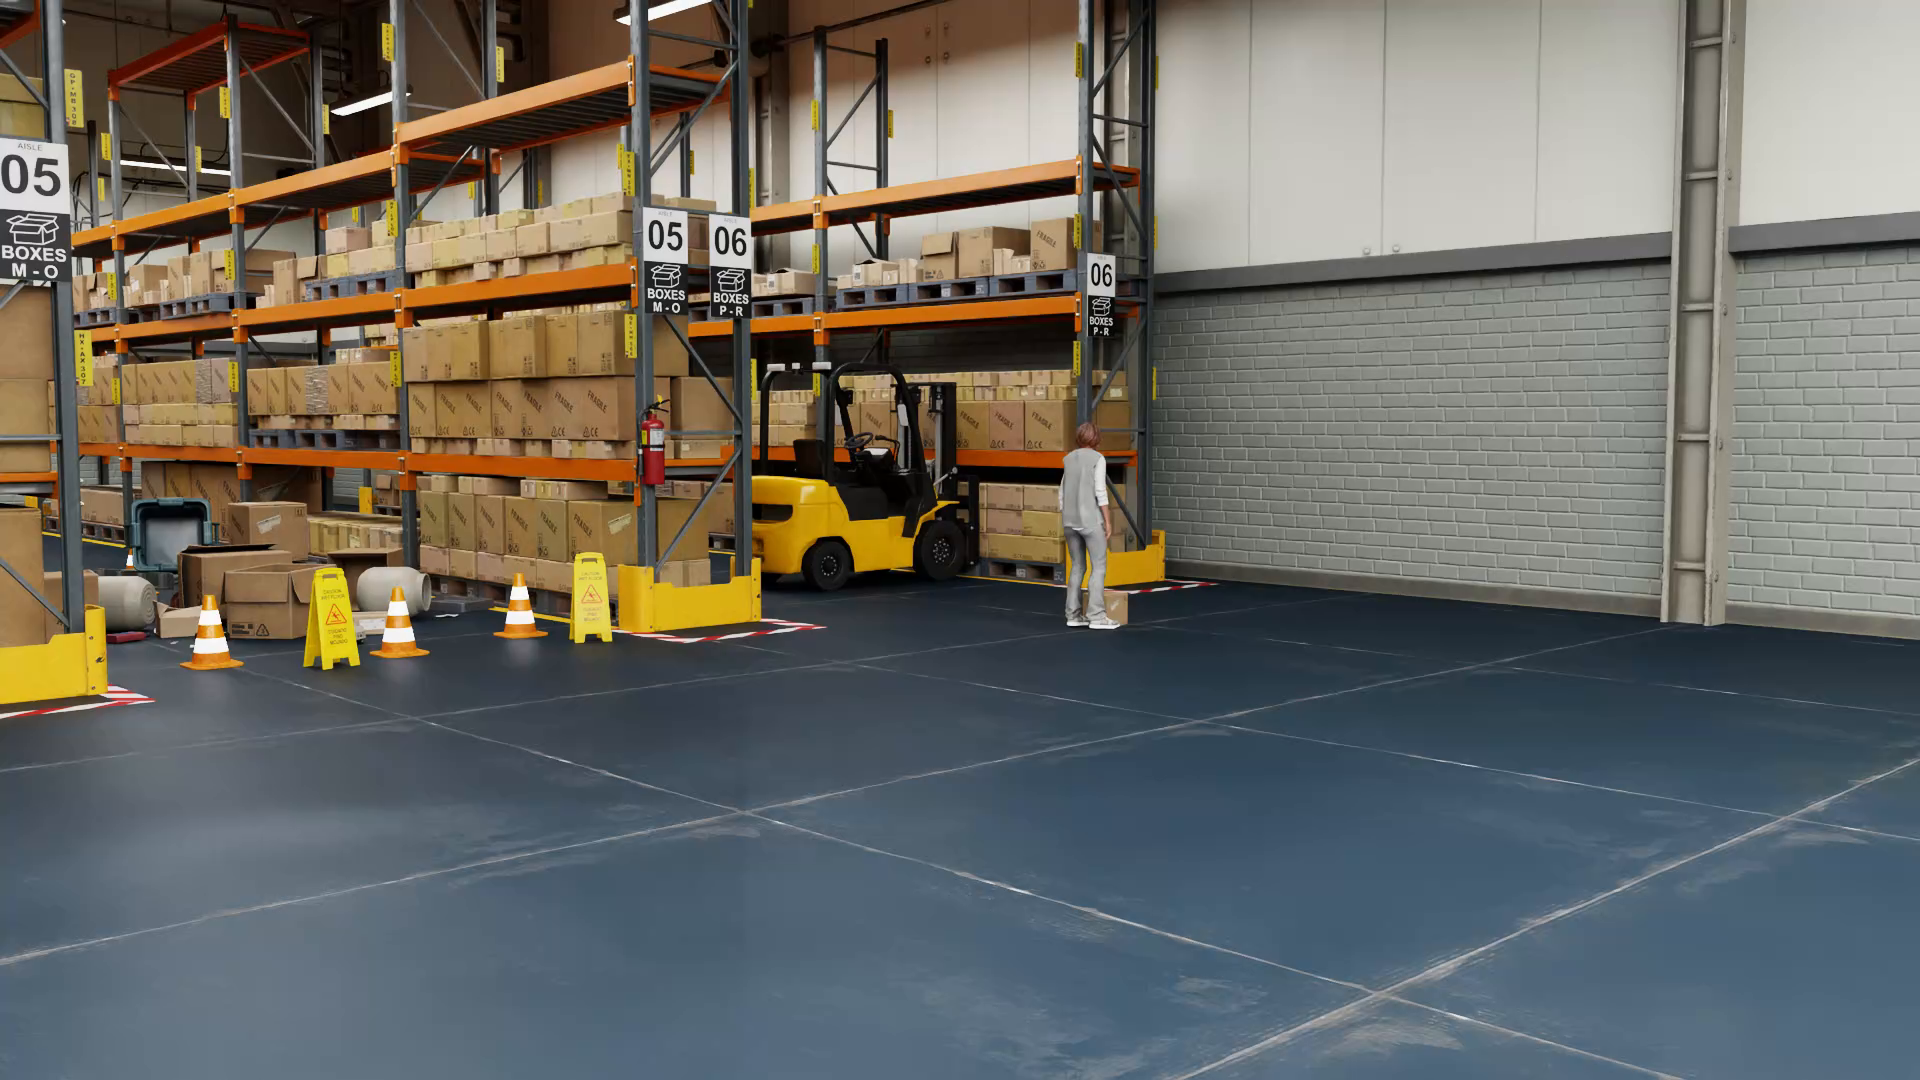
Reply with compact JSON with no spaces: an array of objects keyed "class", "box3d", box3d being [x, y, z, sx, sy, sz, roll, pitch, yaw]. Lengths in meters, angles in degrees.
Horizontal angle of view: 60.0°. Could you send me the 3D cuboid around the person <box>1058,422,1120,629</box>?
[{"class":"person","box3d":[0.974,-0.114,12.862,0.474,1.592,0.346,4,6,43]}]
